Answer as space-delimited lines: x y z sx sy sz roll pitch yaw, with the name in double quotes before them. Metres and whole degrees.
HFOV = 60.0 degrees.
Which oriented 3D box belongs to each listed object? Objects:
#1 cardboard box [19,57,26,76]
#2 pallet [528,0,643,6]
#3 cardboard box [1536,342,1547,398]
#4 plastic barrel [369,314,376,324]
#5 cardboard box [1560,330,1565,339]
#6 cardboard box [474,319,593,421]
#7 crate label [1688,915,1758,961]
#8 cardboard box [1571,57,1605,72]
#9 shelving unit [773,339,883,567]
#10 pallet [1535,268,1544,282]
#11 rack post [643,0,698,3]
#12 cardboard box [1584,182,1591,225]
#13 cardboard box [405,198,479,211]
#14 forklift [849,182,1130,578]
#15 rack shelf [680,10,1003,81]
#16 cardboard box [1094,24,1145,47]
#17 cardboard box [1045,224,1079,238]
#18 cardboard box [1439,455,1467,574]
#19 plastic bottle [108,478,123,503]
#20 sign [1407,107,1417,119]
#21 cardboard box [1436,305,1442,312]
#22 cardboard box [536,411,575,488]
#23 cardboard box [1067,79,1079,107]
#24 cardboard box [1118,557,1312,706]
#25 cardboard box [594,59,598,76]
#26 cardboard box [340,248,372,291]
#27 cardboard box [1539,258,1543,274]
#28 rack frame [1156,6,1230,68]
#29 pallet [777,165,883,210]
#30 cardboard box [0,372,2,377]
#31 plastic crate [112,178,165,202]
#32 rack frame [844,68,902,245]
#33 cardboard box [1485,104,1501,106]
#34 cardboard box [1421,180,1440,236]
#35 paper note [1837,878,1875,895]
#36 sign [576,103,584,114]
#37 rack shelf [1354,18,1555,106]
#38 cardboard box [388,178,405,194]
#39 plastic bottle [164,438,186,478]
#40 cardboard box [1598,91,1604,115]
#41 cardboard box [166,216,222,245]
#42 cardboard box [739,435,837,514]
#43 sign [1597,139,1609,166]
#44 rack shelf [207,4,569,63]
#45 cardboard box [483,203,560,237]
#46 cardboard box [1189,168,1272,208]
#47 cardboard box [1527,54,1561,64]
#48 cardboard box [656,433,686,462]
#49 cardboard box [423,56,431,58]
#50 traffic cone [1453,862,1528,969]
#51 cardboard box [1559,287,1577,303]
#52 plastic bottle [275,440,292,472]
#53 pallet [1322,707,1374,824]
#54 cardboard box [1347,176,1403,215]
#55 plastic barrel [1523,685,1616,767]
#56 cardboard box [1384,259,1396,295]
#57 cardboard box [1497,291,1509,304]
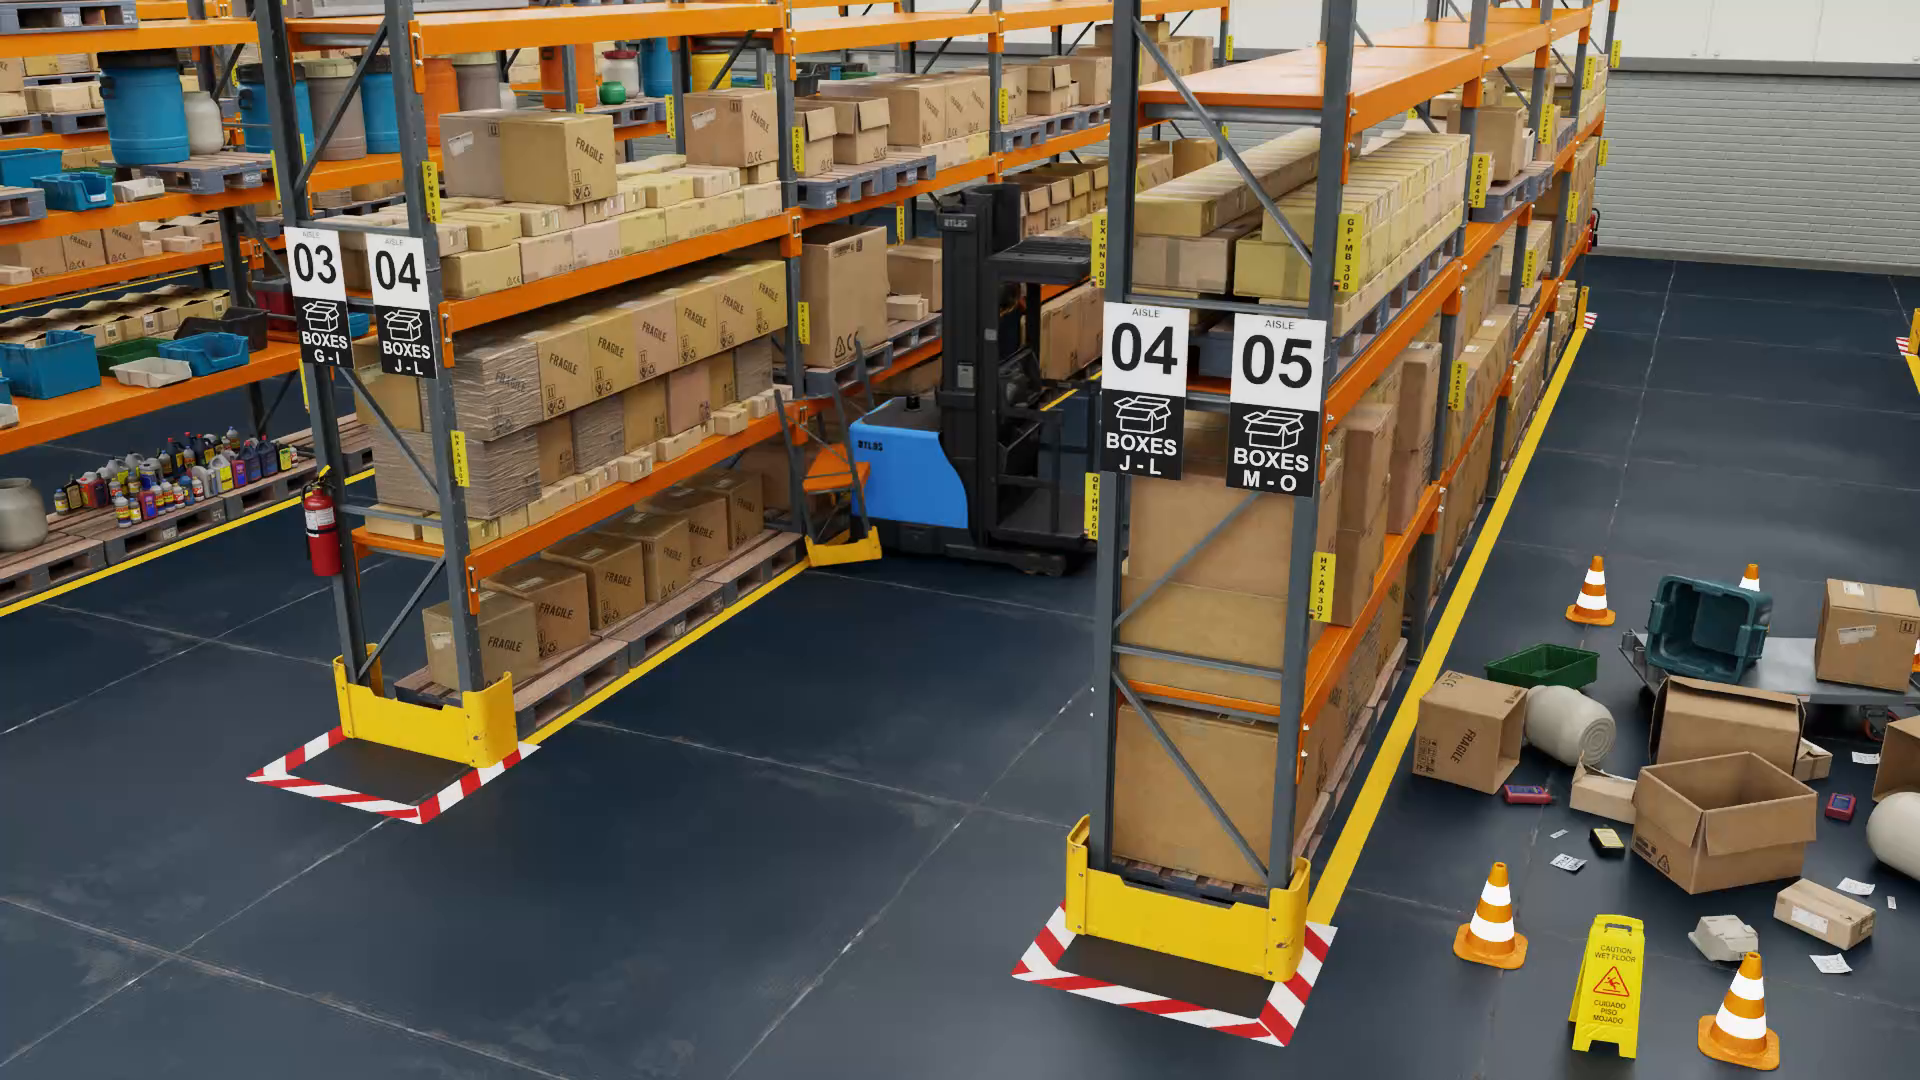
"cardboard box" -13.323 -6.610 22.796 0.700 0.500 0.500 7 21 20
"pallet" -4.276 -6.023 18.353 1.213 0.211 1.003 9 21 23
"cardboard box" 5.967 -1.848 17.794 0.500 0.500 0.500 8 21 22
"plastic barrel" -5.646 -2.361 15.928 0.433 0.535 0.433 0 20 0
"cardboard box" 7.187 -2.571 20.349 0.380 0.149 0.250 9 21 24
"cardboard box" -2.672 -1.073 10.425 0.500 0.500 0.500 9 21 23
"crate label" 3.797 1.971 8.223 0.250 0.136 0.298 -2 20 -5
"cardboard box" 7.506 -5.700 19.926 0.380 0.149 0.250 9 21 24
"shelving unit" -0.984 -0.719 13.464 0.587 1.500 1.083 -7 24 11
"pallet" 5.595 -2.785 17.610 1.003 0.211 1.213 9 21 23
"rack post" -3.674 -6.435 19.380 0.937 0.300 0.954 11 22 28
"cardboard box" 7.514 -4.170 20.624 0.500 0.500 0.500 8 21 22
"cardboard box" -3.221 -2.033 10.360 0.380 0.149 0.250 9 21 23
"forklift" 0.663 -1.285 13.209 3.031 2.935 1.130 7 21 19
"rack shelf" -0.900 -4.266 14.204 1.077 0.370 4.000 9 21 23
"cardboard box" 1.948 -6.146 20.253 0.500 0.250 0.500 7 21 19
"cardboard box" 0.989 -3.204 18.352 0.500 0.500 0.500 9 21 23
"cardboard box" 3.335 -0.278 13.005 1.050 0.750 0.750 9 21 23
"plastic bottle" -7.217 -0.427 14.211 0.097 0.201 0.097 0 20 0
"sign" 3.908 -3.598 14.362 0.100 0.325 0.005 9 21 23
"cardboard box" 3.171 -1.472 11.990 0.700 0.500 0.500 8 21 22
"cardboard box" -3.011 -0.653 10.736 0.875 0.500 0.500 9 21 23
"cardboard box" 1.026 -5.047 18.713 0.500 0.311 0.500 8 21 21
"cardboard box" 1.237 0.389 8.175 0.875 0.550 0.550 9 21 23
"cardboard box" -6.026 -7.382 25.996 0.500 0.250 0.500 9 21 23
"cardboard box" -3.391 -1.657 9.899 0.500 0.250 0.500 9 22 24
"cardboard box" 5.849 -2.865 17.296 0.380 0.149 0.250 8 21 23
"rack frame" 3.195 -7.850 22.612 1.000 3.000 0.127 9 21 23
"pallet" -1.369 -2.854 13.321 1.213 0.211 1.003 9 21 23
"cardboard box" -10.364 -1.707 17.769 0.500 0.250 0.500 8 21 21
"plastic crate" -6.526 -2.778 13.219 0.243 0.136 0.396 9 21 23
"rack frame" -1.324 -5.703 25.528 1.000 3.000 0.127 9 21 23
"cardboard box" 4.806 -3.843 15.673 0.500 0.500 0.500 9 21 23
"cardboard box" 2.383 -1.879 9.302 0.500 0.250 0.500 8 21 22
"paper note" 4.740 1.831 8.793 0.148 0.019 0.142 18 26 41
"sign" -4.095 -4.548 17.960 0.100 0.325 0.005 9 21 23
"rack shelf" 3.584 -3.554 12.203 1.077 0.370 4.000 9 21 23
"cardboard box" -8.101 -5.073 22.981 0.700 0.500 0.500 12 23 31
"plastic bottle" -7.024 -0.746 14.888 0.144 0.351 0.185 8 21 20
"cardboard box" 7.531 -5.322 20.205 0.500 0.250 0.500 9 21 23
"cardboard box" -9.306 -3.791 20.285 0.500 0.311 0.500 10 22 26
"cardboard box" -1.448 -0.569 14.167 0.700 0.500 0.500 7 21 19
"sign" 8.177 -4.924 21.139 0.100 0.325 0.005 9 21 23
"rack shelf" -5.419 -4.945 16.115 1.077 0.370 4.000 9 21 23
"cardboard box" -2.671 -1.949 10.124 0.380 0.149 0.250 9 22 25
"cardboard box" 1.372 -1.796 8.475 0.380 0.149 0.250 9 21 23
"cardboard box" 7.218 -5.935 20.586 0.380 0.149 0.250 9 22 25
"cardboard box" -2.166 -0.674 11.763 0.380 0.149 0.250 9 21 23
"cardboard box" -7.753 -6.723 22.993 0.600 0.600 0.600 6 21 18
"traffic cone" 2.640 1.807 8.197 0.336 0.463 0.334 9 21 23
"cardboard box" 7.548 -3.085 20.906 0.380 0.149 0.250 8 21 21
"plastic bottle" -6.134 -0.770 15.054 0.061 0.283 0.133 10 22 25
"pallet" 1.884 1.266 10.093 1.003 0.211 1.213 9 21 23
"cardboard box" 1.971 -1.705 8.220 0.380 0.149 0.250 8 21 22
"plastic barrel" 3.700 1.127 10.167 0.421 0.421 0.512 -9 22 -24
"cardboard box" 1.973 -1.330 8.355 0.380 0.149 0.250 9 21 23
"cardboard box" 4.784 -2.206 15.000 0.380 0.149 0.250 10 22 25
